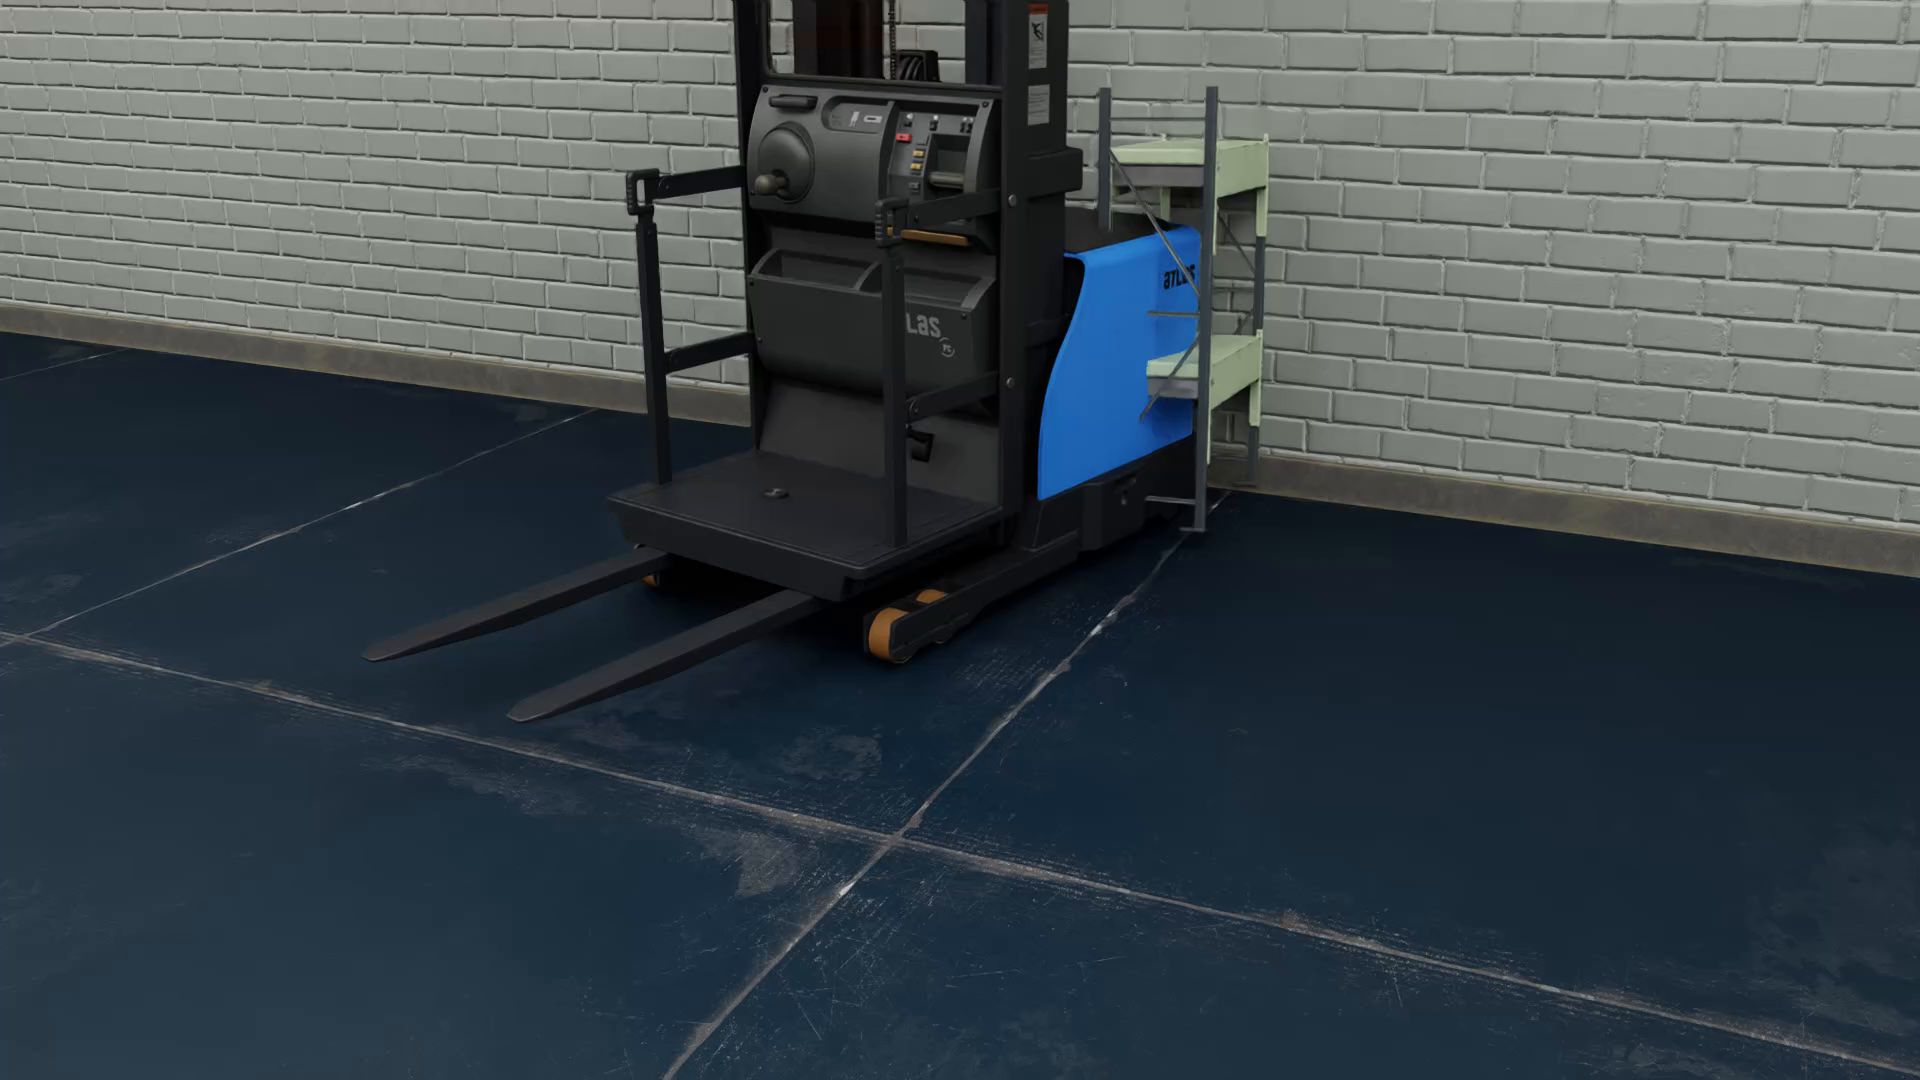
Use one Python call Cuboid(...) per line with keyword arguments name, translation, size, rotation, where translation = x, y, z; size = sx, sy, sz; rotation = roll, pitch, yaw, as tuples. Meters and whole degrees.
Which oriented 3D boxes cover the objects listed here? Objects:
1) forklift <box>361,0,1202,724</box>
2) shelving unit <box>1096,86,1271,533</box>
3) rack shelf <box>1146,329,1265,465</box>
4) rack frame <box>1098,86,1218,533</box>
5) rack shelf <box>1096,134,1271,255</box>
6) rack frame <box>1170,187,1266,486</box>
Cuboid(name="forklift", translation=(-0.418, -1.198, 4.963), size=(1.130, 2.935, 3.031), rotation=(14, 24, 35))
Cuboid(name="shelving unit", translation=(0.809, -0.861, 5.997), size=(0.431, 1.500, 0.755), rotation=(6, 17, 23))
Cuboid(name="rack shelf", translation=(0.813, -0.547, 6.085), size=(0.431, 0.370, 0.720), rotation=(6, 17, 23))
Cuboid(name="rack frame", translation=(0.661, -0.770, 5.675), size=(0.400, 1.500, 0.023), rotation=(6, 17, 23))
Cuboid(name="rack shelf", translation=(0.804, -1.237, 5.893), size=(0.431, 0.370, 0.720), rotation=(6, 17, 23))
Cuboid(name="rack frame", translation=(0.957, -0.952, 6.320), size=(0.400, 1.500, 0.023), rotation=(6, 17, 23))
